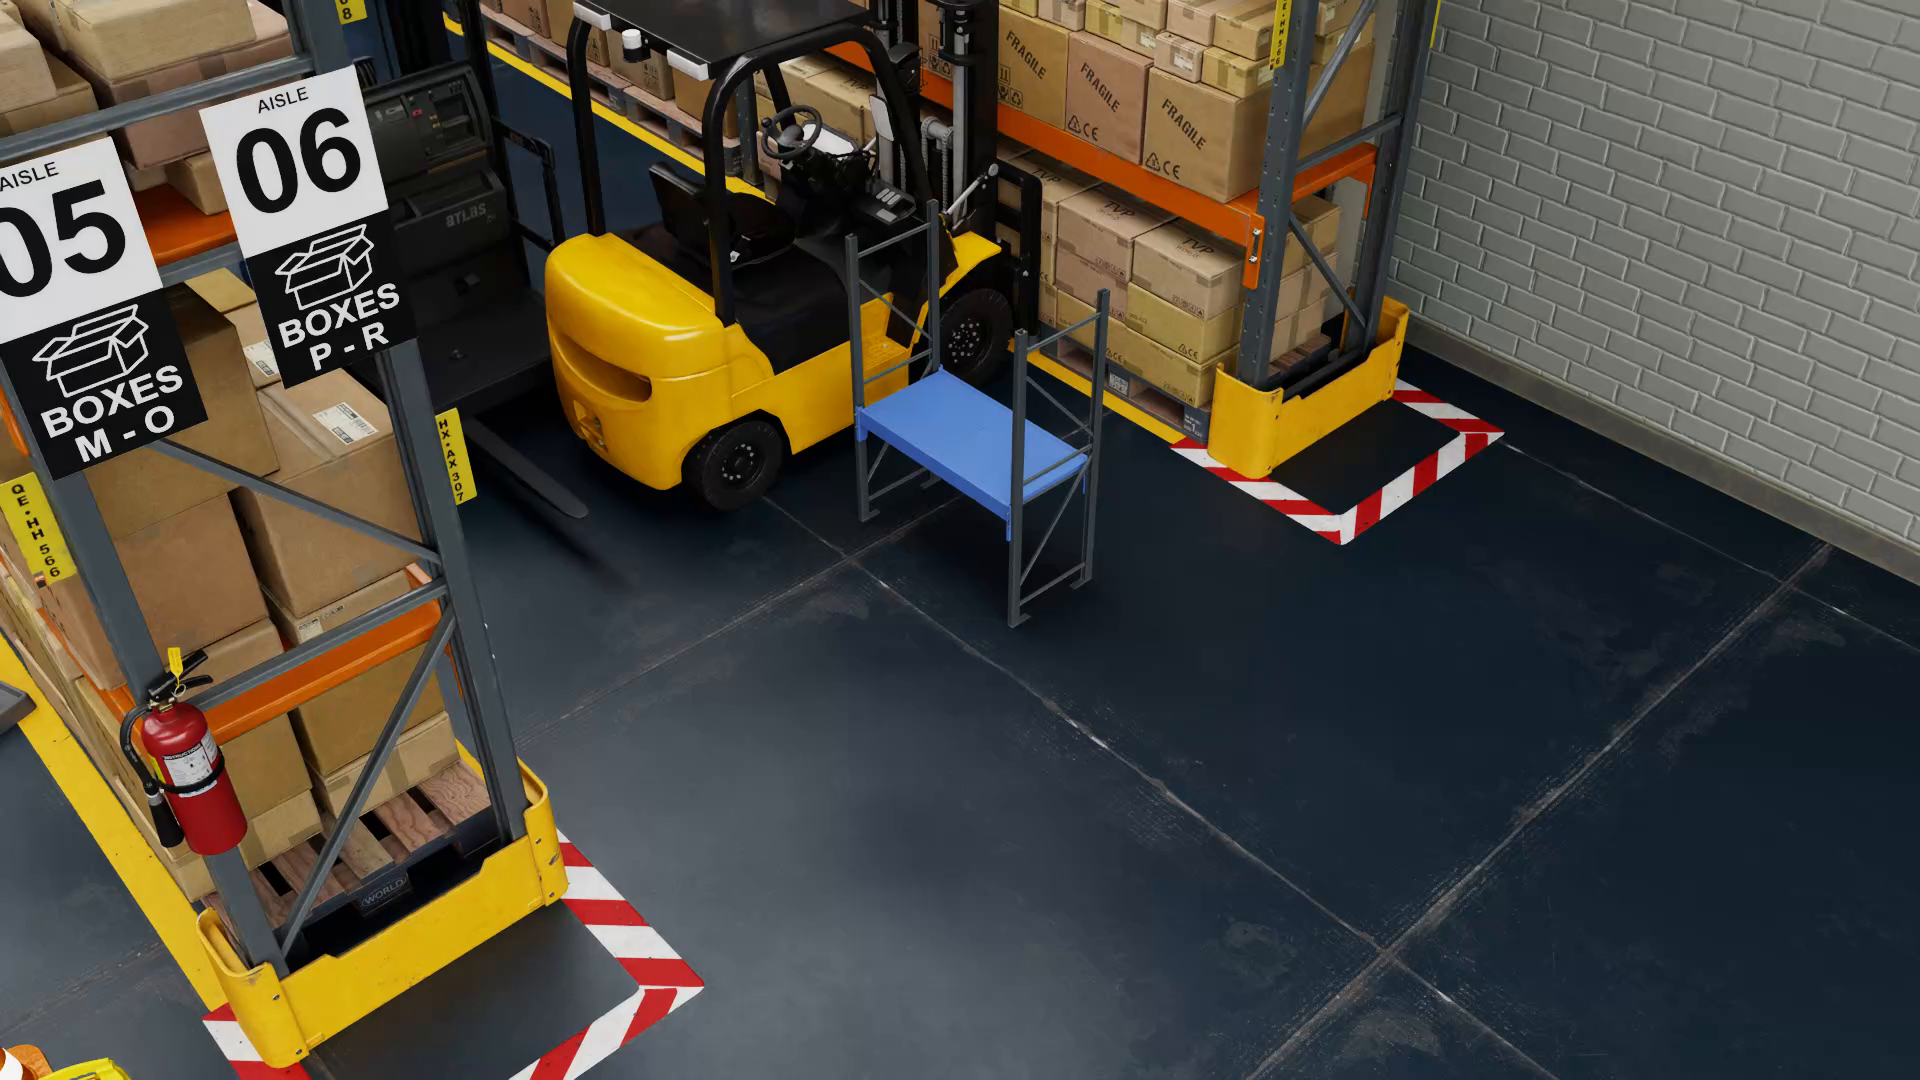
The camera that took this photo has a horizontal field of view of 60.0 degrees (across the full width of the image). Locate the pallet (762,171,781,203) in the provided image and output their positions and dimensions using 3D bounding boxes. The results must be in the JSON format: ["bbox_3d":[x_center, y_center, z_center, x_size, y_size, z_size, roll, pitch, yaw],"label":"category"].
[{"bbox_3d":[-0.464,-2.167,10.264,1.003,0.211,1.213,-30,48,-32],"label":"pallet"}]

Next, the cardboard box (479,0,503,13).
[{"bbox_3d":[-3.264,-4.433,12.408,0.875,0.625,0.625,-28,47,-30],"label":"cardboard box"}]

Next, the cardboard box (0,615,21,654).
[{"bbox_3d":[-3.694,0.255,6.901,0.500,0.250,0.500,-31,48,-32],"label":"cardboard box"}]

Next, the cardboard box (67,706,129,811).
[{"bbox_3d":[-3.008,0.729,6.315,0.500,0.250,0.500,-30,48,-32],"label":"cardboard box"}]

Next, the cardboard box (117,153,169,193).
[{"bbox_3d":[-2.148,-1.119,4.561,0.380,0.149,0.250,-32,48,-33],"label":"cardboard box"}]

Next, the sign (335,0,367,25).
[{"bbox_3d":[-1.520,-1.412,4.029,0.100,0.325,0.005,-30,48,-32],"label":"sign"}]

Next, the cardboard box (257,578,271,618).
[{"bbox_3d":[-2.178,0.067,5.480,0.380,0.149,0.250,-29,47,-31],"label":"cardboard box"}]

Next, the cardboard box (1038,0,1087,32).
[{"bbox_3d":[0.594,-2.593,7.978,0.380,0.149,0.250,-32,49,-33],"label":"cardboard box"}]

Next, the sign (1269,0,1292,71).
[{"bbox_3d":[1.326,-2.104,6.858,0.100,0.325,0.005,-30,48,-32],"label":"sign"}]

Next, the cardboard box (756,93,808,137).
[{"bbox_3d":[-0.871,-2.570,10.001,0.500,0.250,0.500,-30,48,-32],"label":"cardboard box"}]

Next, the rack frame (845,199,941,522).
[{"bbox_3d":[-0.286,-0.779,7.521,0.500,1.500,0.032,-30,48,-32],"label":"rack frame"}]

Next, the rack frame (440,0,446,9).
[{"bbox_3d":[-3.676,-5.488,12.158,1.000,3.000,0.127,-30,48,-32],"label":"rack frame"}]

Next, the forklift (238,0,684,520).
[{"bbox_3d":[-2.532,-1.891,7.758,1.130,2.935,3.031,-31,48,-33],"label":"forklift"}]

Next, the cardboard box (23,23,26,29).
[{"bbox_3d":[-2.793,-1.261,4.419,0.500,0.250,0.500,-31,48,-32],"label":"cardboard box"}]

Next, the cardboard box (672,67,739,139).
[{"bbox_3d":[-1.332,-3.113,10.773,0.875,0.625,0.625,-28,46,-30],"label":"cardboard box"}]

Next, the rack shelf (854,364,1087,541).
[{"bbox_3d":[0.058,-0.404,7.343,0.538,0.185,1.000,-30,48,-32],"label":"rack shelf"}]

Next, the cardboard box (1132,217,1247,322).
[{"bbox_3d":[1.193,-1.349,8.092,0.500,0.250,0.500,-28,47,-30],"label":"cardboard box"}]

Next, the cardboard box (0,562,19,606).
[{"bbox_3d":[-3.295,0.046,6.047,0.380,0.149,0.250,-28,47,-30],"label":"cardboard box"}]

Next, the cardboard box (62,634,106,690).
[{"bbox_3d":[-2.583,0.271,5.228,0.380,0.149,0.250,-31,48,-32],"label":"cardboard box"}]

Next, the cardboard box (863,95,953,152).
[{"bbox_3d":[-0.191,-2.296,9.264,0.500,0.250,0.500,-28,47,-30],"label":"cardboard box"}]

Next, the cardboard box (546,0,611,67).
[{"bbox_3d":[-2.361,-3.823,11.652,0.875,0.625,0.625,-32,49,-33],"label":"cardboard box"}]

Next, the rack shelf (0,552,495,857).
[{"bbox_3d":[-3.272,-0.321,6.332,1.077,0.370,4.000,-30,48,-32],"label":"rack shelf"}]

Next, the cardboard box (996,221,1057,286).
[{"bbox_3d":[0.479,-1.633,8.841,0.500,0.250,0.500,-31,48,-33],"label":"cardboard box"}]

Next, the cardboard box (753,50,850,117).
[{"bbox_3d":[-0.875,-2.763,9.842,0.500,0.250,0.500,-31,48,-32],"label":"cardboard box"}]

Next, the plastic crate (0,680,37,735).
[{"bbox_3d":[-4.167,0.685,6.838,0.583,0.080,0.402,18,42,21],"label":"plastic crate"}]

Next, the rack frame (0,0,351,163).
[{"bbox_3d":[-1.919,-2.009,3.075,1.000,3.000,0.127,-30,48,-32],"label":"rack frame"}]

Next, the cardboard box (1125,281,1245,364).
[{"bbox_3d":[1.175,-1.167,8.263,0.500,0.250,0.500,-31,48,-32],"label":"cardboard box"}]

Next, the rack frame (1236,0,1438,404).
[{"bbox_3d":[1.735,-1.786,7.574,1.000,3.000,0.127,-30,48,-32],"label":"rack frame"}]

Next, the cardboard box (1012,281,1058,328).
[{"bbox_3d":[0.523,-1.432,8.990,0.500,0.250,0.500,-29,47,-31],"label":"cardboard box"}]

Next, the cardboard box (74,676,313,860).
[{"bbox_3d":[-2.653,0.680,5.778,0.500,0.500,0.500,-30,47,-31],"label":"cardboard box"}]

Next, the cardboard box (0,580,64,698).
[{"bbox_3d":[-3.345,0.203,6.368,0.500,0.500,0.500,-31,48,-33],"label":"cardboard box"}]

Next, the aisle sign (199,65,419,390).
[{"bbox_3d":[-1.649,-0.789,4.271,0.394,0.787,0.004,-30,48,-32],"label":"aisle sign"}]

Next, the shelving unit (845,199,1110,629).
[{"bbox_3d":[0.058,-0.544,7.230,0.538,1.500,1.048,-30,48,-32],"label":"shelving unit"}]

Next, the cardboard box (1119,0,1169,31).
[{"bbox_3d":[0.950,-2.480,7.600,0.380,0.149,0.250,-29,47,-31],"label":"cardboard box"}]

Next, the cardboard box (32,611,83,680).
[{"bbox_3d":[-2.951,0.286,5.750,0.380,0.149,0.250,-29,47,-31],"label":"cardboard box"}]

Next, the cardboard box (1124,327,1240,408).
[{"bbox_3d":[1.184,-0.963,8.409,0.500,0.250,0.500,-30,47,-31],"label":"cardboard box"}]

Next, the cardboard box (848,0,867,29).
[{"bbox_3d":[-0.498,-3.126,9.153,0.500,0.500,0.500,-29,47,-31],"label":"cardboard box"}]

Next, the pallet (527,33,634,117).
[{"bbox_3d":[-2.327,-3.442,11.843,1.003,0.211,1.213,-30,48,-32],"label":"pallet"}]

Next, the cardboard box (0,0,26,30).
[{"bbox_3d":[-2.511,-1.221,4.053,0.380,0.149,0.250,-29,47,-31],"label":"cardboard box"}]

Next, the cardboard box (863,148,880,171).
[{"bbox_3d":[-0.197,-2.100,9.420,0.500,0.250,0.500,-30,48,-32],"label":"cardboard box"}]

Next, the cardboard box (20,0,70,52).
[{"bbox_3d":[-2.191,-1.415,4.293,0.380,0.149,0.250,-30,48,-32],"label":"cardboard box"}]

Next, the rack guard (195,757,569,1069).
[{"bbox_3d":[-1.970,1.262,5.789,1.175,0.500,0.348,-30,48,-32],"label":"rack guard"}]

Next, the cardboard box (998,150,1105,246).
[{"bbox_3d":[0.495,-1.812,8.665,0.500,0.250,0.500,-29,47,-31],"label":"cardboard box"}]

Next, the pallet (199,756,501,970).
[{"bbox_3d":[-2.494,0.984,6.364,1.003,0.211,1.213,-30,48,-32],"label":"pallet"}]

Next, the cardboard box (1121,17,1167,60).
[{"bbox_3d":[0.969,-2.370,7.702,0.380,0.149,0.250,-29,47,-31],"label":"cardboard box"}]

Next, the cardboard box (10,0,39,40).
[{"bbox_3d":[-2.396,-1.482,4.693,0.500,0.250,0.500,-31,48,-32],"label":"cardboard box"}]

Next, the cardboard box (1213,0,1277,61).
[{"bbox_3d":[1.337,-2.269,7.340,0.380,0.149,0.250,-30,48,-32],"label":"cardboard box"}]

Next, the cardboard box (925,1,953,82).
[{"bbox_3d":[0.169,-2.650,8.564,0.500,0.500,0.500,-30,47,-31],"label":"cardboard box"}]

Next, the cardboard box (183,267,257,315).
[{"bbox_3d":[-2.733,-0.640,5.839,0.500,0.500,0.500,-31,48,-33],"label":"cardboard box"}]

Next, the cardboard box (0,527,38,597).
[{"bbox_3d":[-2.824,-0.197,5.291,0.500,0.500,0.500,-30,48,-32],"label":"cardboard box"}]

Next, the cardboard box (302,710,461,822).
[{"bbox_3d":[-2.261,0.741,6.300,0.500,0.250,0.500,-30,48,-32],"label":"cardboard box"}]

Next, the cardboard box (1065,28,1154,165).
[{"bbox_3d":[0.864,-2.185,7.989,0.500,0.500,0.500,-28,47,-31],"label":"cardboard box"}]

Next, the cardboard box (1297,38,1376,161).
[{"bbox_3d":[1.604,-2.172,7.973,0.500,0.500,0.500,-28,47,-30],"label":"cardboard box"}]

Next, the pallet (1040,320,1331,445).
[{"bbox_3d":[1.187,-1.037,8.866,1.003,0.211,1.213,-30,48,-32],"label":"pallet"}]

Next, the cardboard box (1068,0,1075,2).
[{"bbox_3d":[0.579,-2.700,7.873,0.380,0.149,0.250,-29,47,-31],"label":"cardboard box"}]

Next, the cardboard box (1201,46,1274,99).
[{"bbox_3d":[1.294,-2.119,7.390,0.380,0.149,0.250,-29,47,-31],"label":"cardboard box"}]

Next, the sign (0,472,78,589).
[{"bbox_3d":[-2.341,-0.022,4.216,0.100,0.325,0.005,-30,48,-32],"label":"sign"}]

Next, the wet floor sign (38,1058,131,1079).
[{"bbox_3d":[-2.579,1.784,5.028,0.267,0.644,0.232,-15,41,-17],"label":"wet floor sign"}]

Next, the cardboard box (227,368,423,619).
[{"bbox_3d":[-2.035,-0.167,5.253,0.500,0.500,0.500,-31,48,-32],"label":"cardboard box"}]
